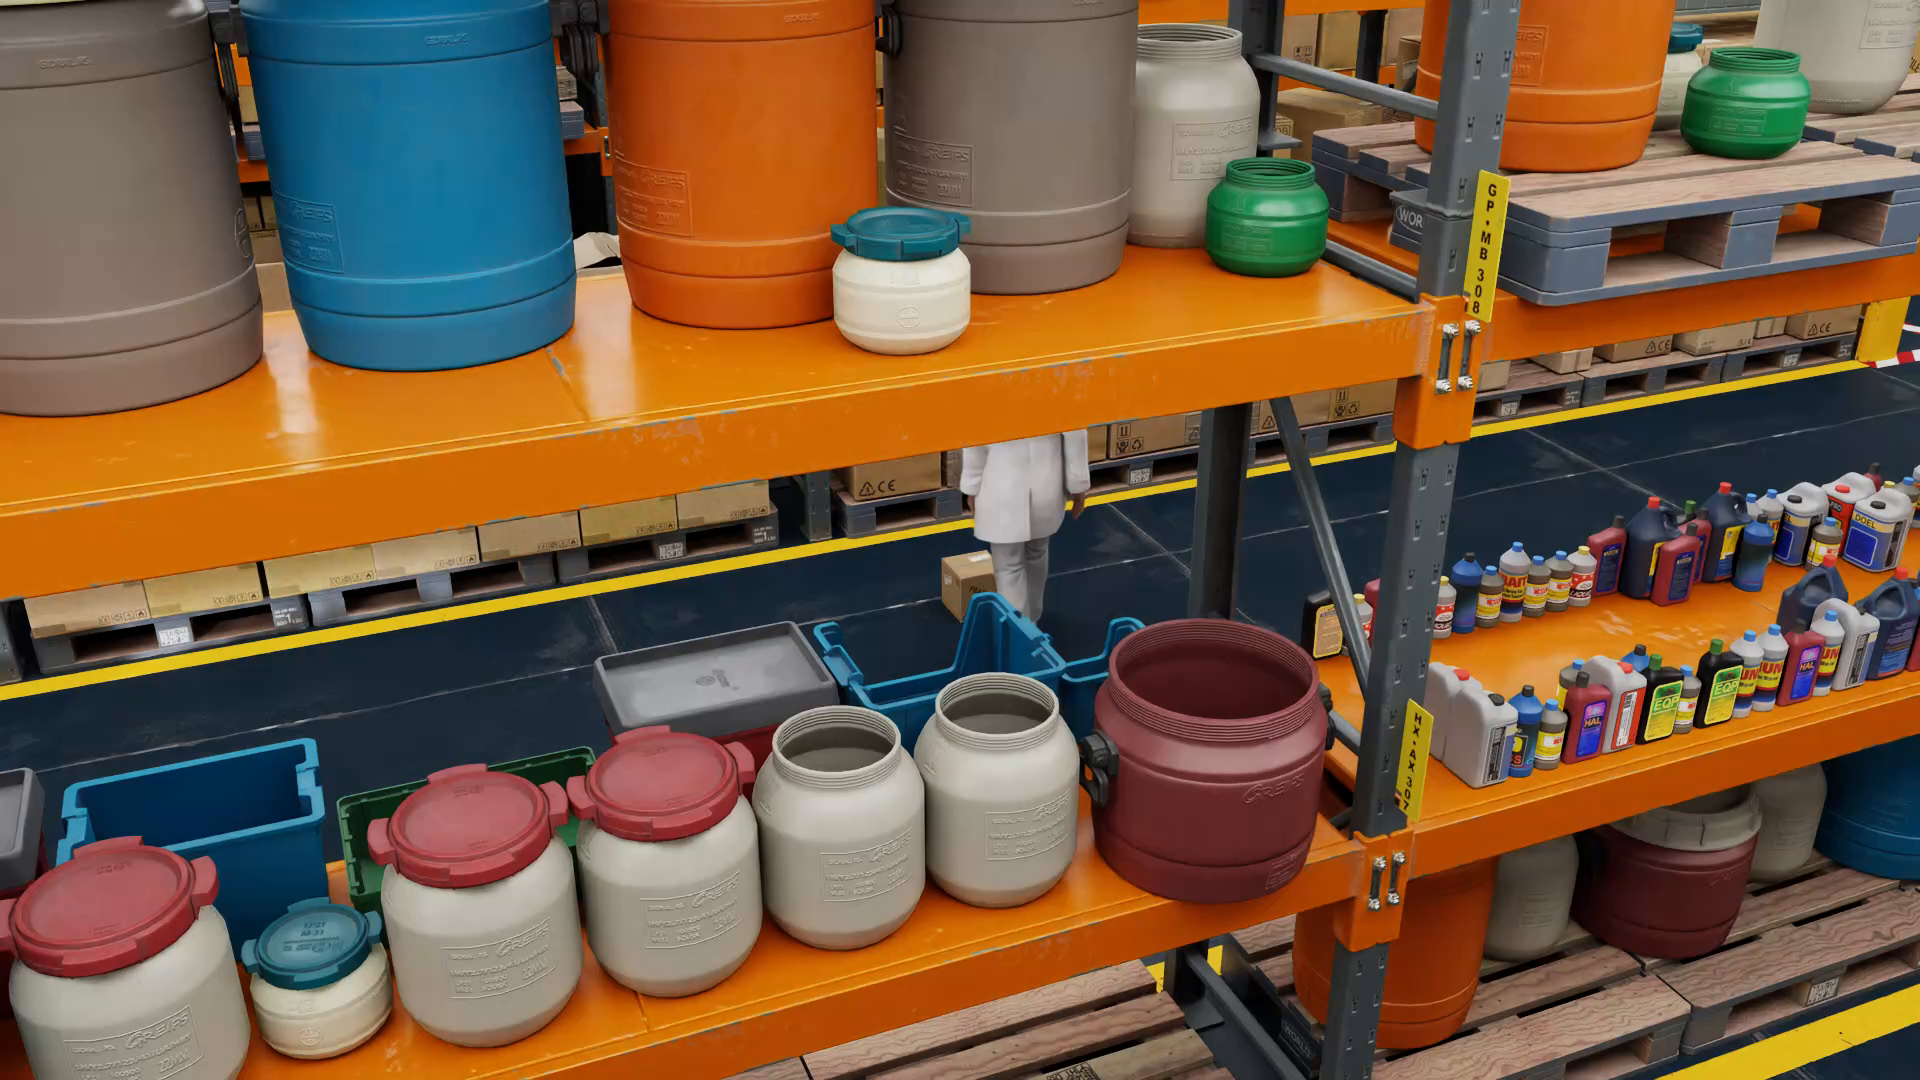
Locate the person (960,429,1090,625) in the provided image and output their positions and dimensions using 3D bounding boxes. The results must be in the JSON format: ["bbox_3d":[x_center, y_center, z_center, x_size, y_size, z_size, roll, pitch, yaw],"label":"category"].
[{"bbox_3d":[0.247,-0.305,7.749,0.586,1.766,0.774,-8,27,-16],"label":"person"}]
